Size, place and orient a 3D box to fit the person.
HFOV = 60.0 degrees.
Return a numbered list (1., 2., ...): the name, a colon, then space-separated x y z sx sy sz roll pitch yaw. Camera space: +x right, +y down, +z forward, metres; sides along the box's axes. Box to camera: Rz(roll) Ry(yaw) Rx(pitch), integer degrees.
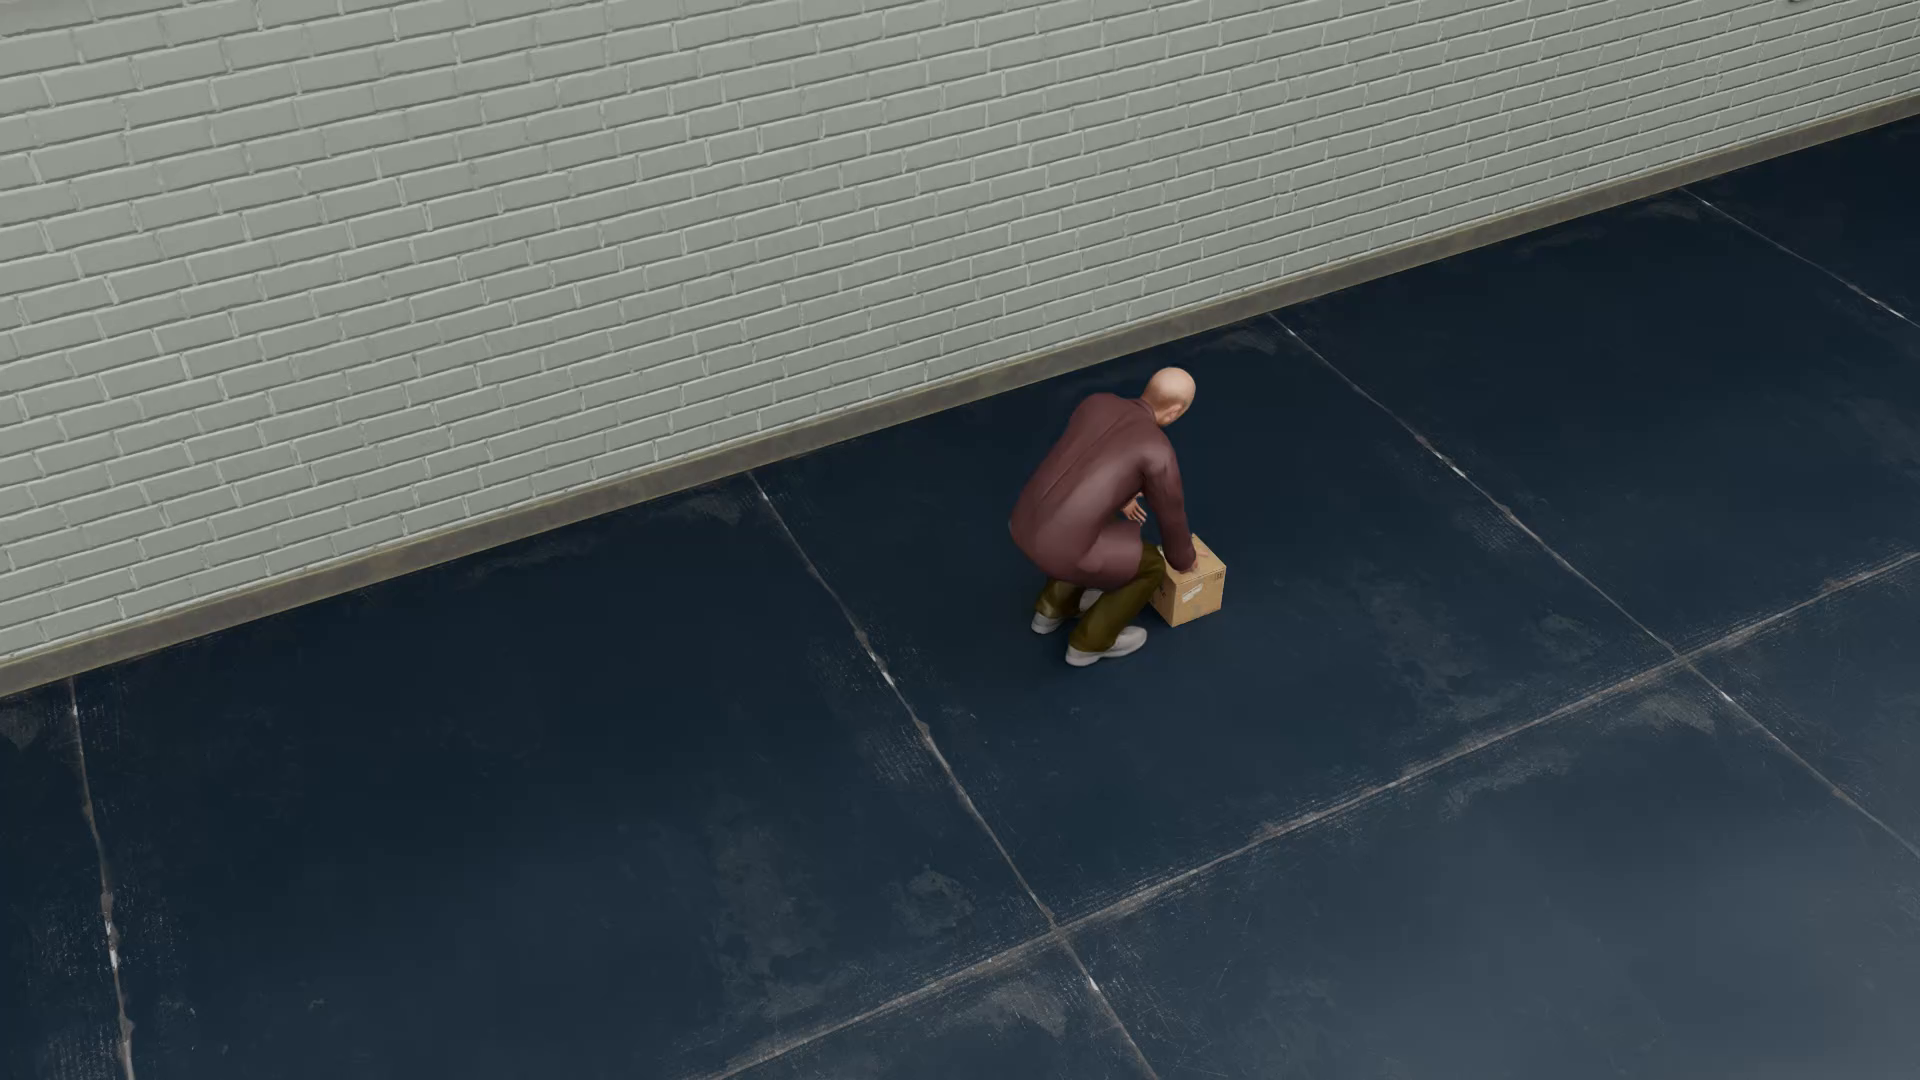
1. person: 0.624 -0.003 6.810 0.896 0.948 0.604 -19 44 -21
